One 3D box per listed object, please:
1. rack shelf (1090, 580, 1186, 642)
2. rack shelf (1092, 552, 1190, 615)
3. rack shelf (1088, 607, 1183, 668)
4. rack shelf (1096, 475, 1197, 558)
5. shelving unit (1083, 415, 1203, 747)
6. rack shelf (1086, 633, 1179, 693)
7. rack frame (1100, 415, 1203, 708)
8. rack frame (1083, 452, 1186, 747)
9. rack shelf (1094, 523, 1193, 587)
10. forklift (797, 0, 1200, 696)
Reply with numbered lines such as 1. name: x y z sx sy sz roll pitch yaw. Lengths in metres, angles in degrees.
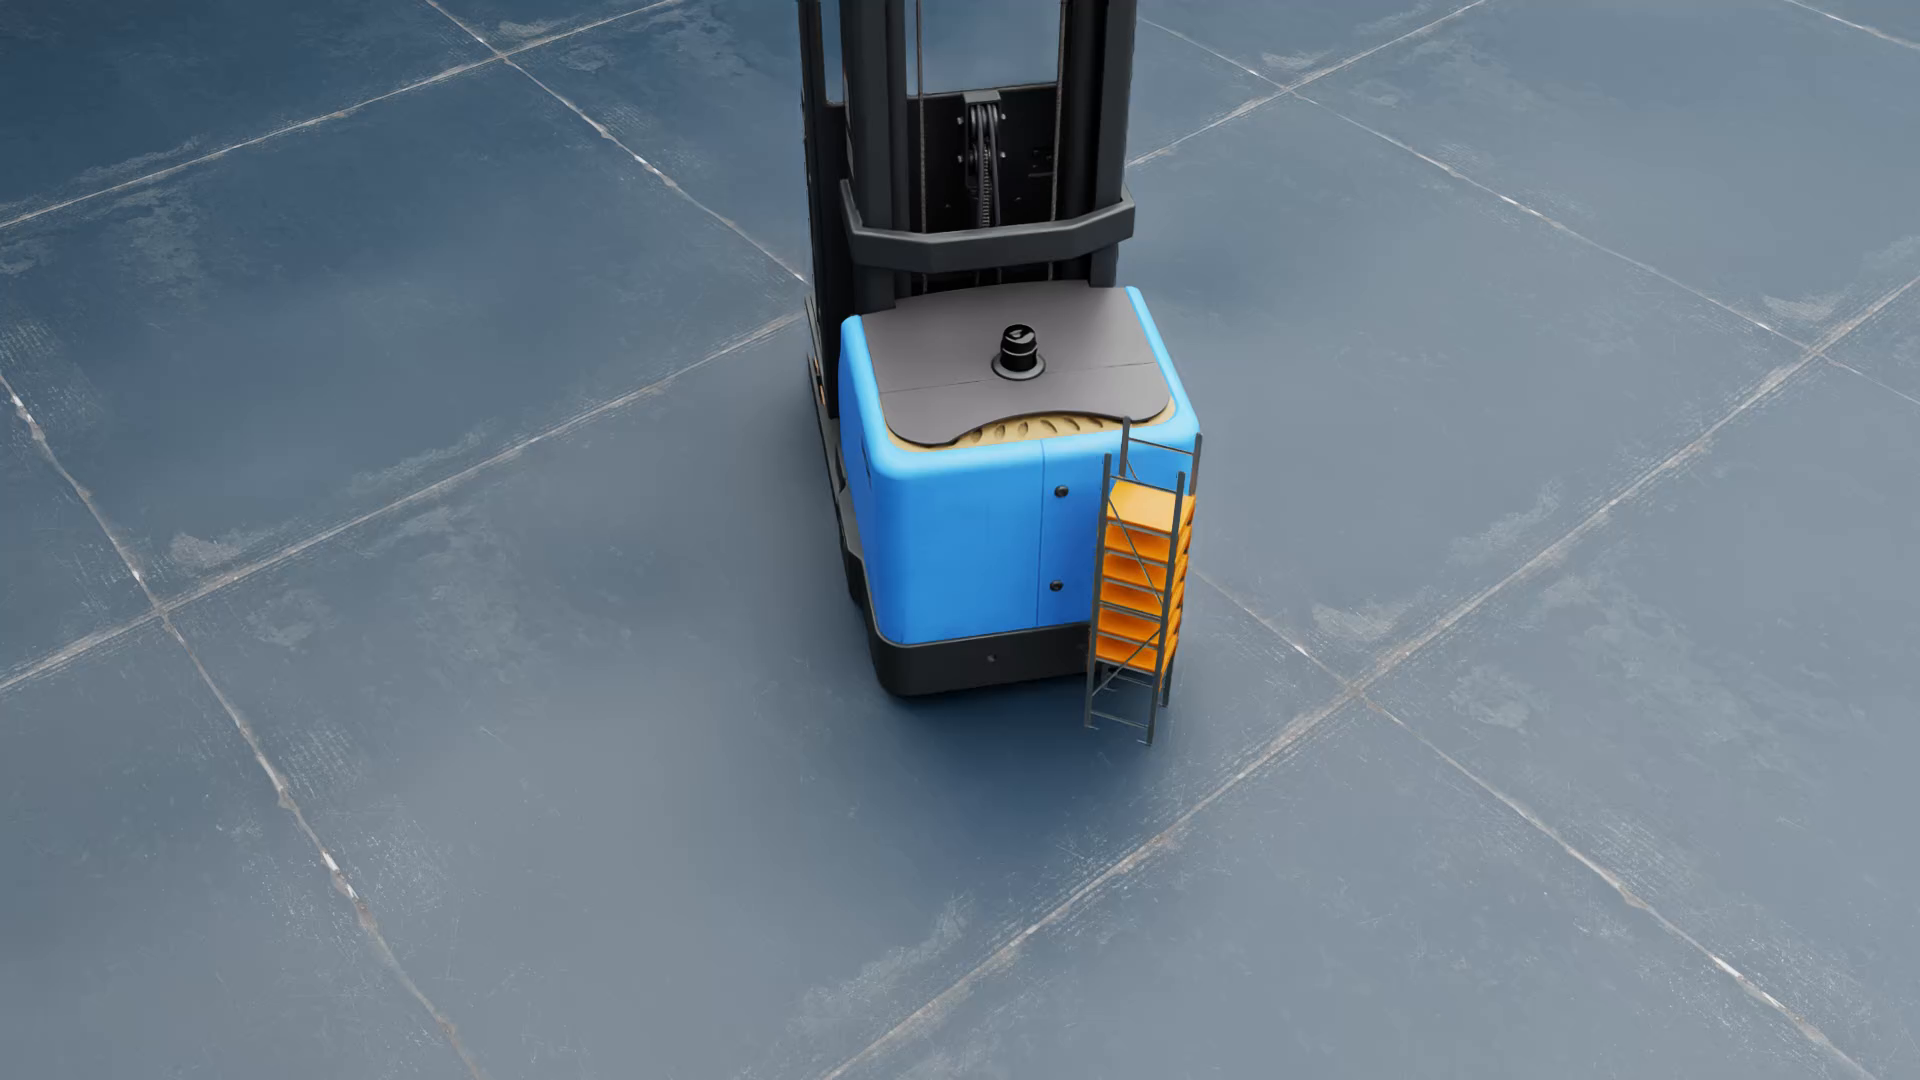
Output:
1. rack shelf: 0.560 0.192 5.235 0.258 0.103 0.180 15 45 15
2. rack shelf: 0.560 0.104 5.152 0.258 0.103 0.180 15 45 15
3. rack shelf: 0.560 0.279 5.317 0.258 0.103 0.180 15 45 15
4. rack shelf: 0.560 -0.071 4.988 0.258 0.103 0.180 15 45 15
5. shelving unit: 0.560 0.159 5.204 0.258 1.200 0.189 15 45 15
6. rack shelf: 0.560 0.366 5.399 0.258 0.103 0.180 15 45 15
7. rack frame: 0.593 0.101 5.266 0.240 1.200 0.006 15 45 15
8. rack frame: 0.526 0.217 5.142 0.240 1.200 0.006 15 45 15
9. rack shelf: 0.560 0.017 5.070 0.258 0.103 0.180 15 45 15
10. forklift: -0.017 -1.564 5.774 1.130 2.935 3.031 -7 44 -8
